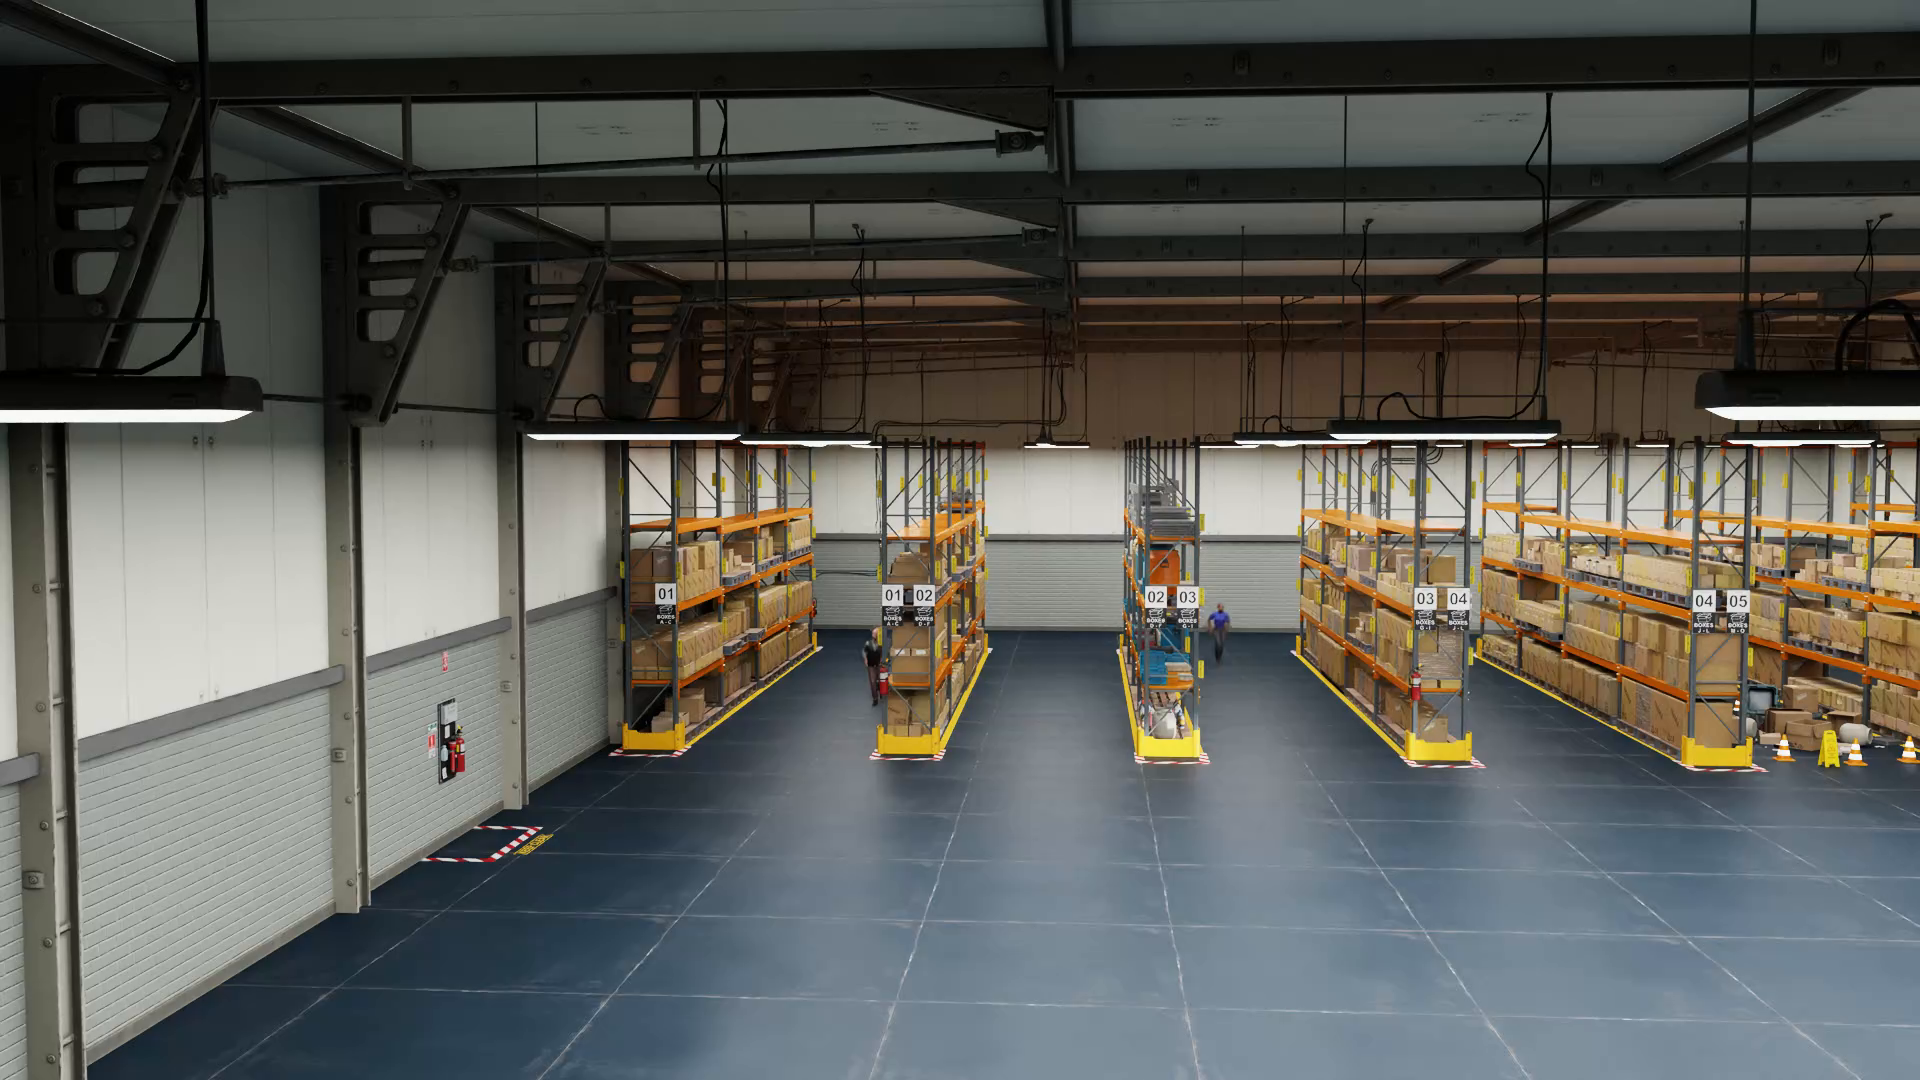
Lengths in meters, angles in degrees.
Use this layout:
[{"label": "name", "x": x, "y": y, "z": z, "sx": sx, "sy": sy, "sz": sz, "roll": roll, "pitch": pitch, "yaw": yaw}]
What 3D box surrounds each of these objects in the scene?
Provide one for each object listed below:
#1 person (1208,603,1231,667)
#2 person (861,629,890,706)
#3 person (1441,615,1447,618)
[{"label": "person", "x": 6.940, "y": 2.527, "z": 44.427, "sx": 0.537, "sy": 1.711, "sz": 0.829, "roll": 0, "pitch": 3, "yaw": -7}, {"label": "person", "x": -1.902, "y": 2.867, "z": 37.597, "sx": 0.670, "sy": 1.704, "sz": 0.677, "roll": 0, "pitch": 3, "yaw": 3}, {"label": "person", "x": 13.199, "y": 2.399, "z": 46.290, "sx": 0.542, "sy": 1.709, "sz": 0.704, "roll": -3, "pitch": 4, "yaw": -43}]
